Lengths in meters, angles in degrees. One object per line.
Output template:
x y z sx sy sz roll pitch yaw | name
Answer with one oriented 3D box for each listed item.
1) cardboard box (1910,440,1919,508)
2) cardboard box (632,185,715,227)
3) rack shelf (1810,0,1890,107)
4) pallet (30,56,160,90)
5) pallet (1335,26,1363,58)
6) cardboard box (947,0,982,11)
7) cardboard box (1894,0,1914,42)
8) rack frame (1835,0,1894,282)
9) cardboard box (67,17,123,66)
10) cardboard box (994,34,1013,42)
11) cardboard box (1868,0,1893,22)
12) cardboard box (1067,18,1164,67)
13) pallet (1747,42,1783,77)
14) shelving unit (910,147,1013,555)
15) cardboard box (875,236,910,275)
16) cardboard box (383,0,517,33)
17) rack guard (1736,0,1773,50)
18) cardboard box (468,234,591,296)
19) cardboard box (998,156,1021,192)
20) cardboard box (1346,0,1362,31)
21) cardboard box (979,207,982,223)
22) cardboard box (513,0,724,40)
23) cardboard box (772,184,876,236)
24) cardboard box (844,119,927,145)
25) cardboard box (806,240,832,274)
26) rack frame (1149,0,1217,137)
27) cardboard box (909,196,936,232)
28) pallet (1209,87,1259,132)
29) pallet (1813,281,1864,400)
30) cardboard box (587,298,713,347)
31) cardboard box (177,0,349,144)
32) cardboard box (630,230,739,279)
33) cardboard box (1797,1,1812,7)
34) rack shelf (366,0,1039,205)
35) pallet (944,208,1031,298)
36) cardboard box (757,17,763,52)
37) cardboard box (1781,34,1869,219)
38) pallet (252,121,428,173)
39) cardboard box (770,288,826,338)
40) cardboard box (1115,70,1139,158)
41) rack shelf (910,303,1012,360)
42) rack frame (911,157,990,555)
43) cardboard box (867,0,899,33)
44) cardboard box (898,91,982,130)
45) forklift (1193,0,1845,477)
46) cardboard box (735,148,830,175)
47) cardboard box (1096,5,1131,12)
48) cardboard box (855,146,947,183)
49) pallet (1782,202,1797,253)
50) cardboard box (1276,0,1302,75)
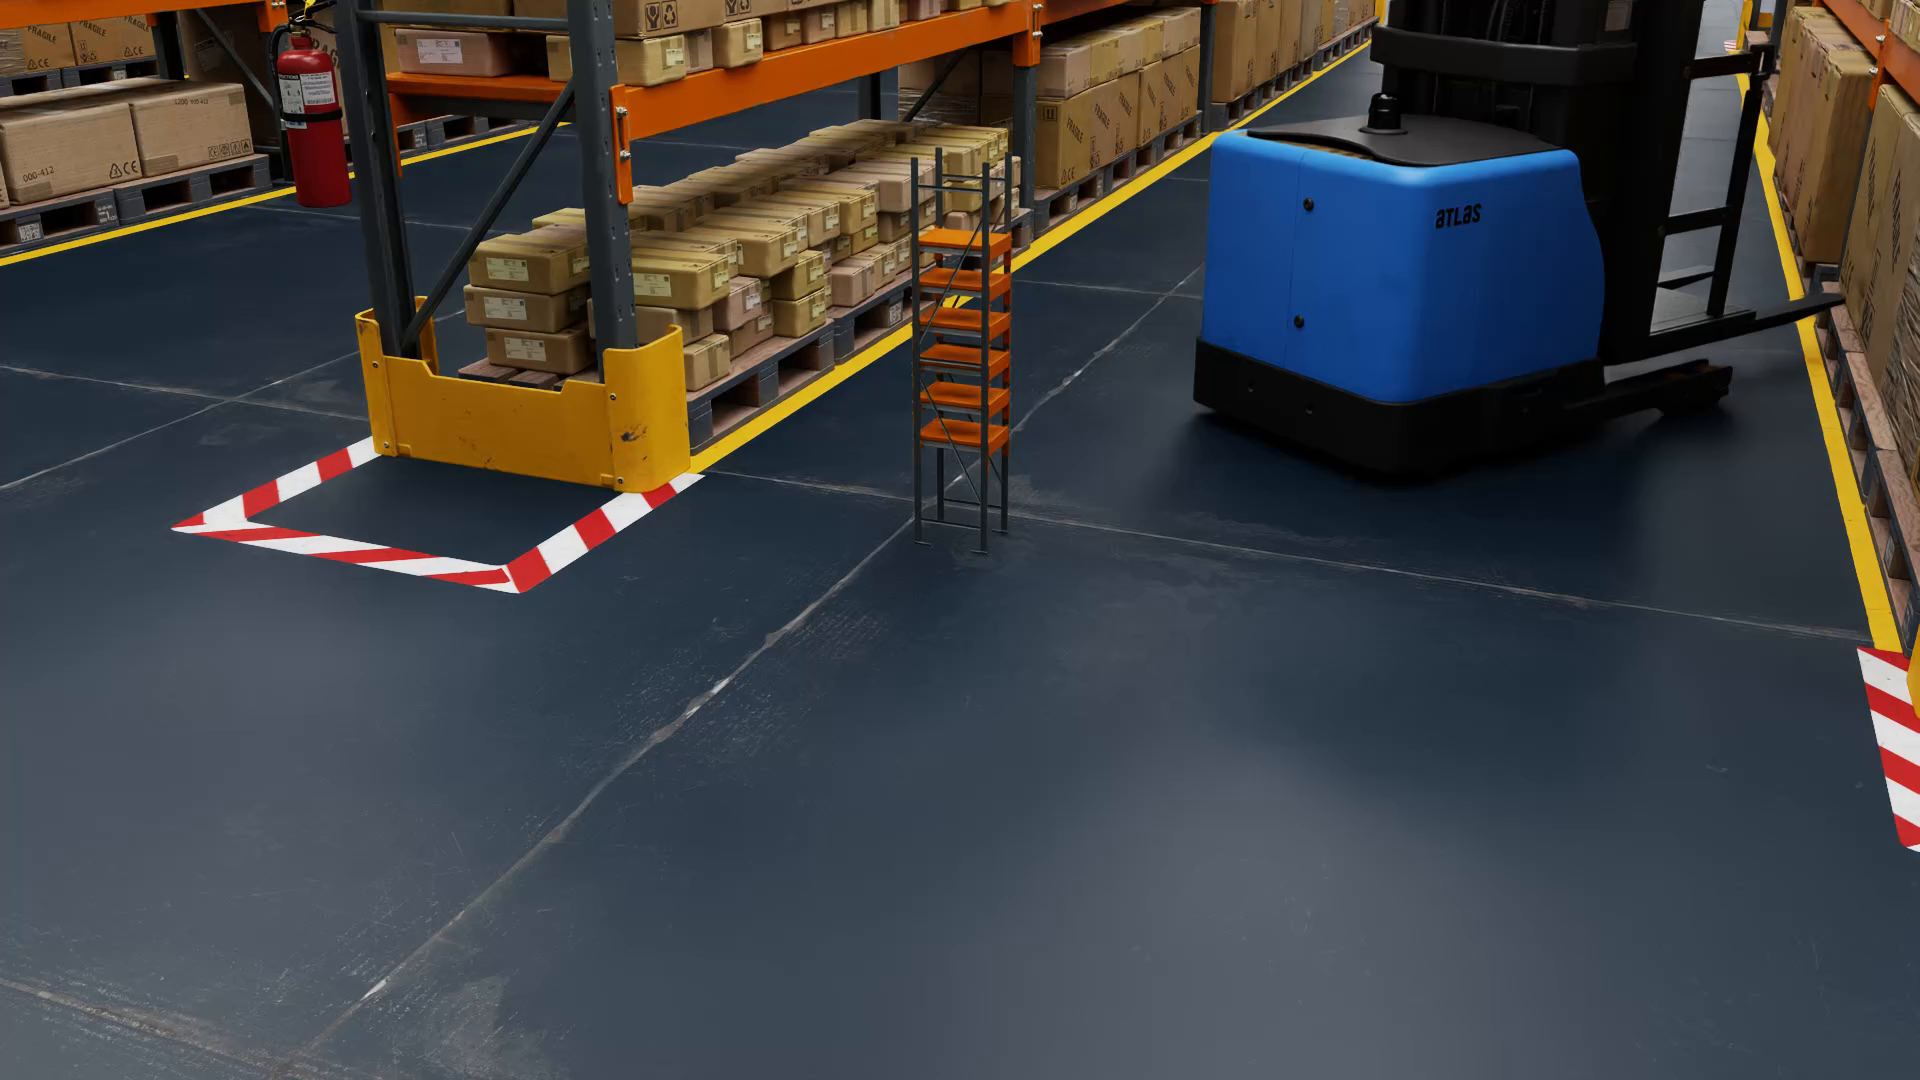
3.166 -0.359 4.429 0.875 0.875 0.875 9 24 20 | cardboard box
-1.276 -1.410 7.116 0.380 0.149 0.250 10 25 22 | cardboard box
5.231 -2.720 8.803 1.077 0.370 4.000 9 24 20 | rack shelf
-8.149 -4.347 15.384 1.003 0.211 1.213 9 24 20 | pallet
3.699 -5.358 17.803 1.003 0.211 1.213 9 24 20 | pallet
-0.118 -2.636 7.995 0.380 0.149 0.250 10 25 22 | cardboard box
3.972 -2.068 6.635 0.380 0.149 0.250 8 24 18 | cardboard box
4.488 -2.336 6.951 1.000 3.000 0.127 9 24 20 | rack frame
-7.990 -4.576 15.013 0.500 0.500 0.500 8 24 19 | cardboard box
0.166 -2.954 10.155 0.500 0.250 0.500 10 25 23 | cardboard box
4.408 -2.589 7.426 0.500 0.500 0.500 9 24 20 | cardboard box
1.015 -3.256 10.879 0.500 0.250 0.500 9 24 21 | cardboard box
8.128 -4.596 15.979 1.003 0.211 1.213 9 24 20 | pallet
0.005 -0.559 5.031 0.258 1.200 0.189 9 24 20 | shelving unit
-0.452 -1.318 7.667 0.380 0.149 0.250 9 24 21 | cardboard box
-1.637 -2.032 5.708 0.500 0.500 0.500 9 24 21 | cardboard box
8.917 -5.450 17.649 1.175 0.500 0.348 9 24 20 | rack guard
-1.604 -1.030 6.205 0.380 0.149 0.250 9 24 21 | cardboard box
0.099 -1.940 8.770 0.380 0.149 0.250 9 24 21 | cardboard box
3.863 -6.023 17.989 0.875 0.875 0.875 8 24 19 | cardboard box
-0.083 -1.691 8.560 0.380 0.149 0.250 9 24 22 | cardboard box
-1.142 -1.956 5.524 0.500 0.500 0.500 10 25 23 | cardboard box
-0.585 -1.417 7.132 0.380 0.149 0.250 9 24 21 | cardboard box
-0.400 -2.142 8.868 0.380 0.149 0.250 10 25 22 | cardboard box
-0.763 -1.192 6.981 0.380 0.149 0.250 8 24 18 | cardboard box
1.406 -4.514 12.165 1.000 3.000 0.127 9 24 20 | rack frame
-0.334 -1.573 7.892 0.380 0.149 0.250 9 24 21 | cardboard box
1.769 -3.499 13.352 1.003 0.211 1.213 9 24 20 | pallet
4.133 -0.789 6.864 1.003 0.211 1.213 9 24 20 | pallet
-1.132 -0.817 6.083 0.380 0.149 0.250 10 25 22 | cardboard box
-4.557 -3.202 11.235 0.875 0.875 0.875 10 25 22 | cardboard box
-1.064 -1.059 6.275 0.380 0.149 0.250 9 24 21 | cardboard box
7.851 -4.583 15.028 0.500 0.500 0.500 18 29 37 | cardboard box
-0.822 -2.035 7.163 1.077 0.370 4.000 9 24 20 | rack shelf
-0.296 -1.550 8.688 1.003 0.211 1.213 9 24 20 | pallet
-0.966 -1.902 6.238 0.380 0.149 0.250 10 25 23 | cardboard box
5.038 -2.101 8.601 1.225 0.875 0.875 8 24 18 | cardboard box
-4.496 -2.755 11.572 1.003 0.211 1.213 9 24 20 | pallet
-0.770 -0.942 6.768 0.380 0.149 0.250 9 24 21 | cardboard box
0.818 -2.728 10.588 0.500 0.500 0.500 9 24 21 | cardboard box
0.005 -0.629 5.002 0.258 0.103 0.180 9 24 20 | rack shelf
-0.029 -0.526 4.953 0.240 1.200 0.006 9 24 20 | rack frame
-0.482 -2.261 7.097 0.380 0.149 0.250 9 24 21 | cardboard box
-0.038 -2.424 9.859 0.500 0.500 0.500 8 24 19 | cardboard box
2.405 -1.987 6.203 3.031 2.935 1.130 -14 27 -30 | forklift
-0.851 -1.778 7.997 0.380 0.149 0.250 9 24 21 | cardboard box
0.925 -3.688 11.913 0.500 0.250 0.500 8 24 18 | cardboard box
-0.283 -1.802 8.054 0.380 0.149 0.250 10 25 22 | cardboard box
5.156 -1.775 9.225 1.003 0.211 1.213 9 24 20 | pallet
2.383 -4.521 14.557 1.050 0.750 0.750 9 24 20 | cardboard box
